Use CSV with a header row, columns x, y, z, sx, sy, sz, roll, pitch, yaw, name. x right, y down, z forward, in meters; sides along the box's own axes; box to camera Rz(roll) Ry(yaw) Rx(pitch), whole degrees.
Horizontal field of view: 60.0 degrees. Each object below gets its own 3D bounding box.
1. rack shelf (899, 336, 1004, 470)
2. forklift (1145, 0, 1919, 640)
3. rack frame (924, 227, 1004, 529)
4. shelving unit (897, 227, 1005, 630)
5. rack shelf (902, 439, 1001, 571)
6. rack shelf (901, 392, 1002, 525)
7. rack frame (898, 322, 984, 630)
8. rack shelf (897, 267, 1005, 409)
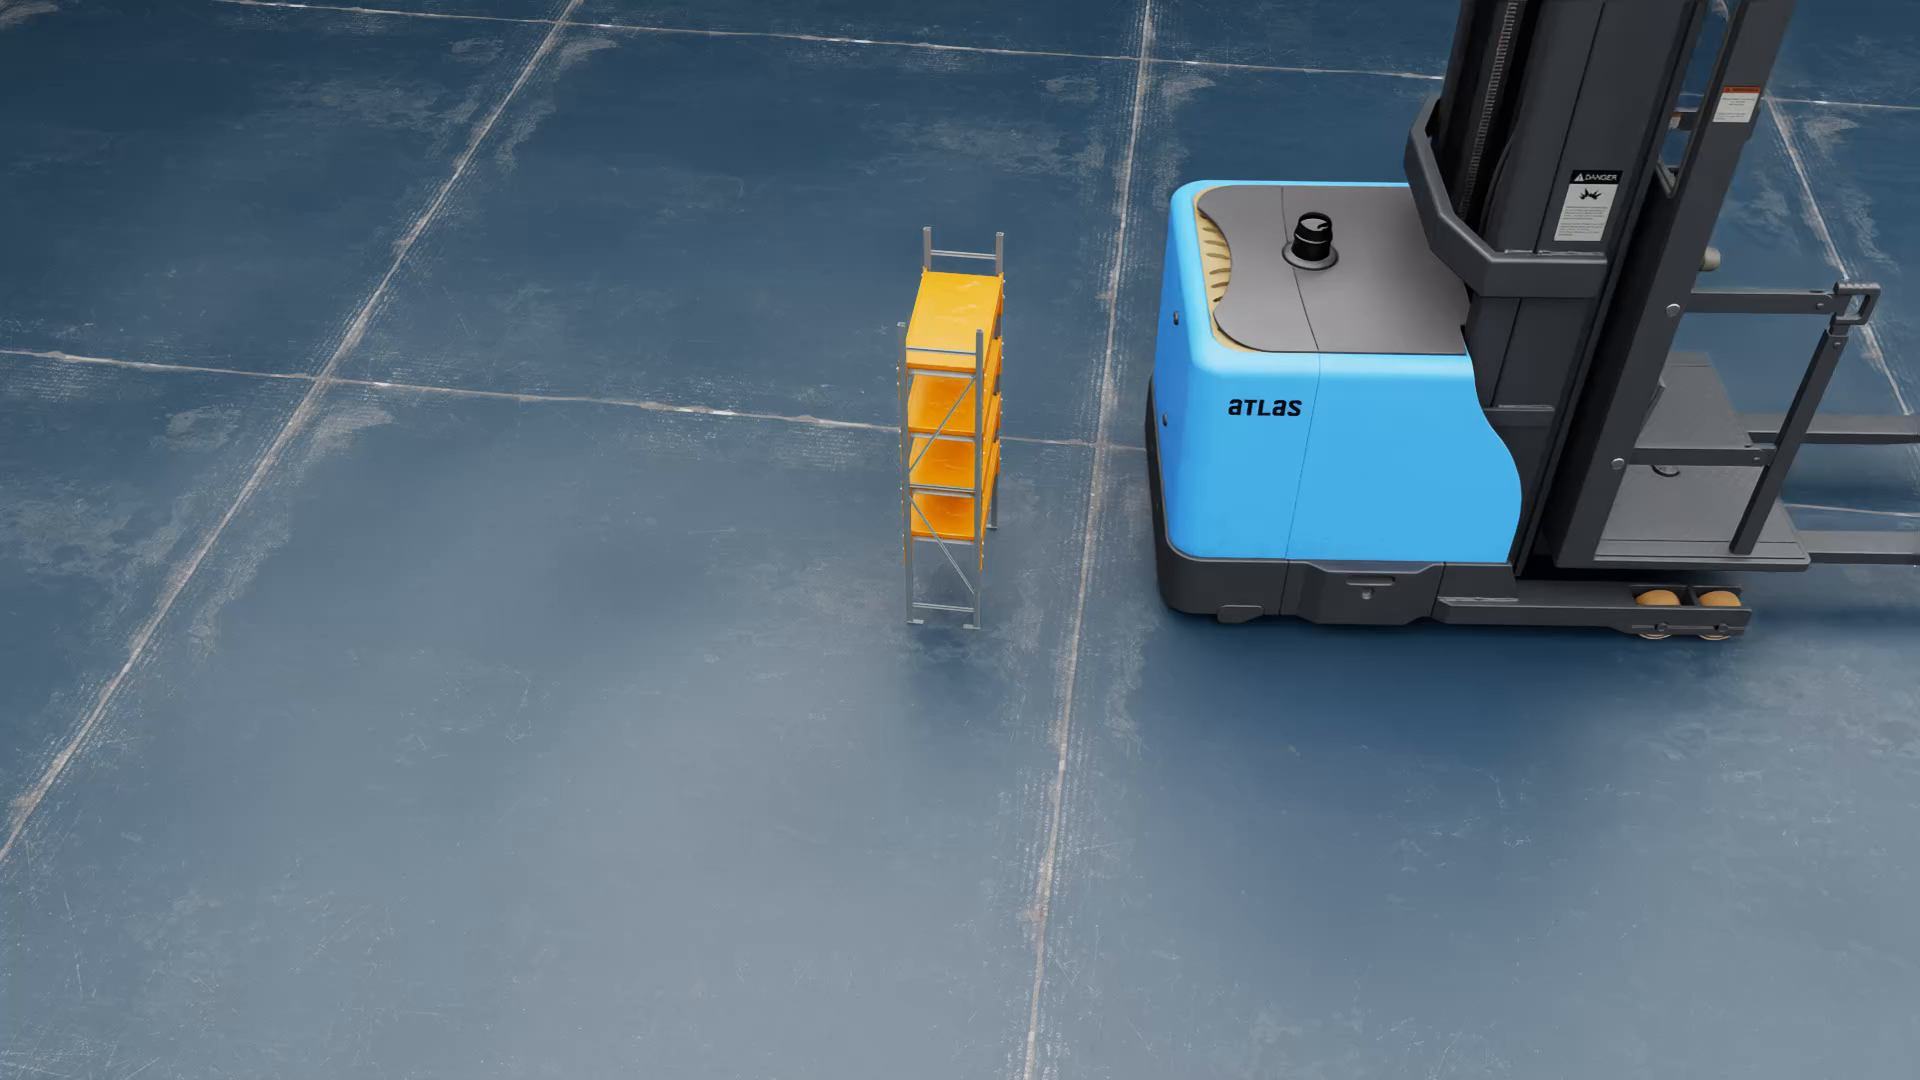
x,y,z,sx,sy,sz,roll,pitch,yaw,name
-0.022,-0.436,5.111,0.258,0.148,0.480,5,44,6,rack shelf
2.180,-1.112,4.792,3.031,2.935,1.130,1,43,1,forklift
0.010,-0.489,5.394,0.240,1.200,0.015,5,44,6,rack frame
-0.022,-0.323,5.218,0.258,1.200,0.503,5,44,6,shelving unit
-0.022,-0.130,5.401,0.258,0.148,0.480,5,44,6,rack shelf
-0.022,-0.274,5.265,0.258,0.148,0.480,5,44,6,rack shelf
-0.054,-0.157,5.043,0.240,1.200,0.015,5,44,6,rack frame
-0.022,-0.608,4.948,0.258,0.148,0.480,5,44,6,rack shelf
